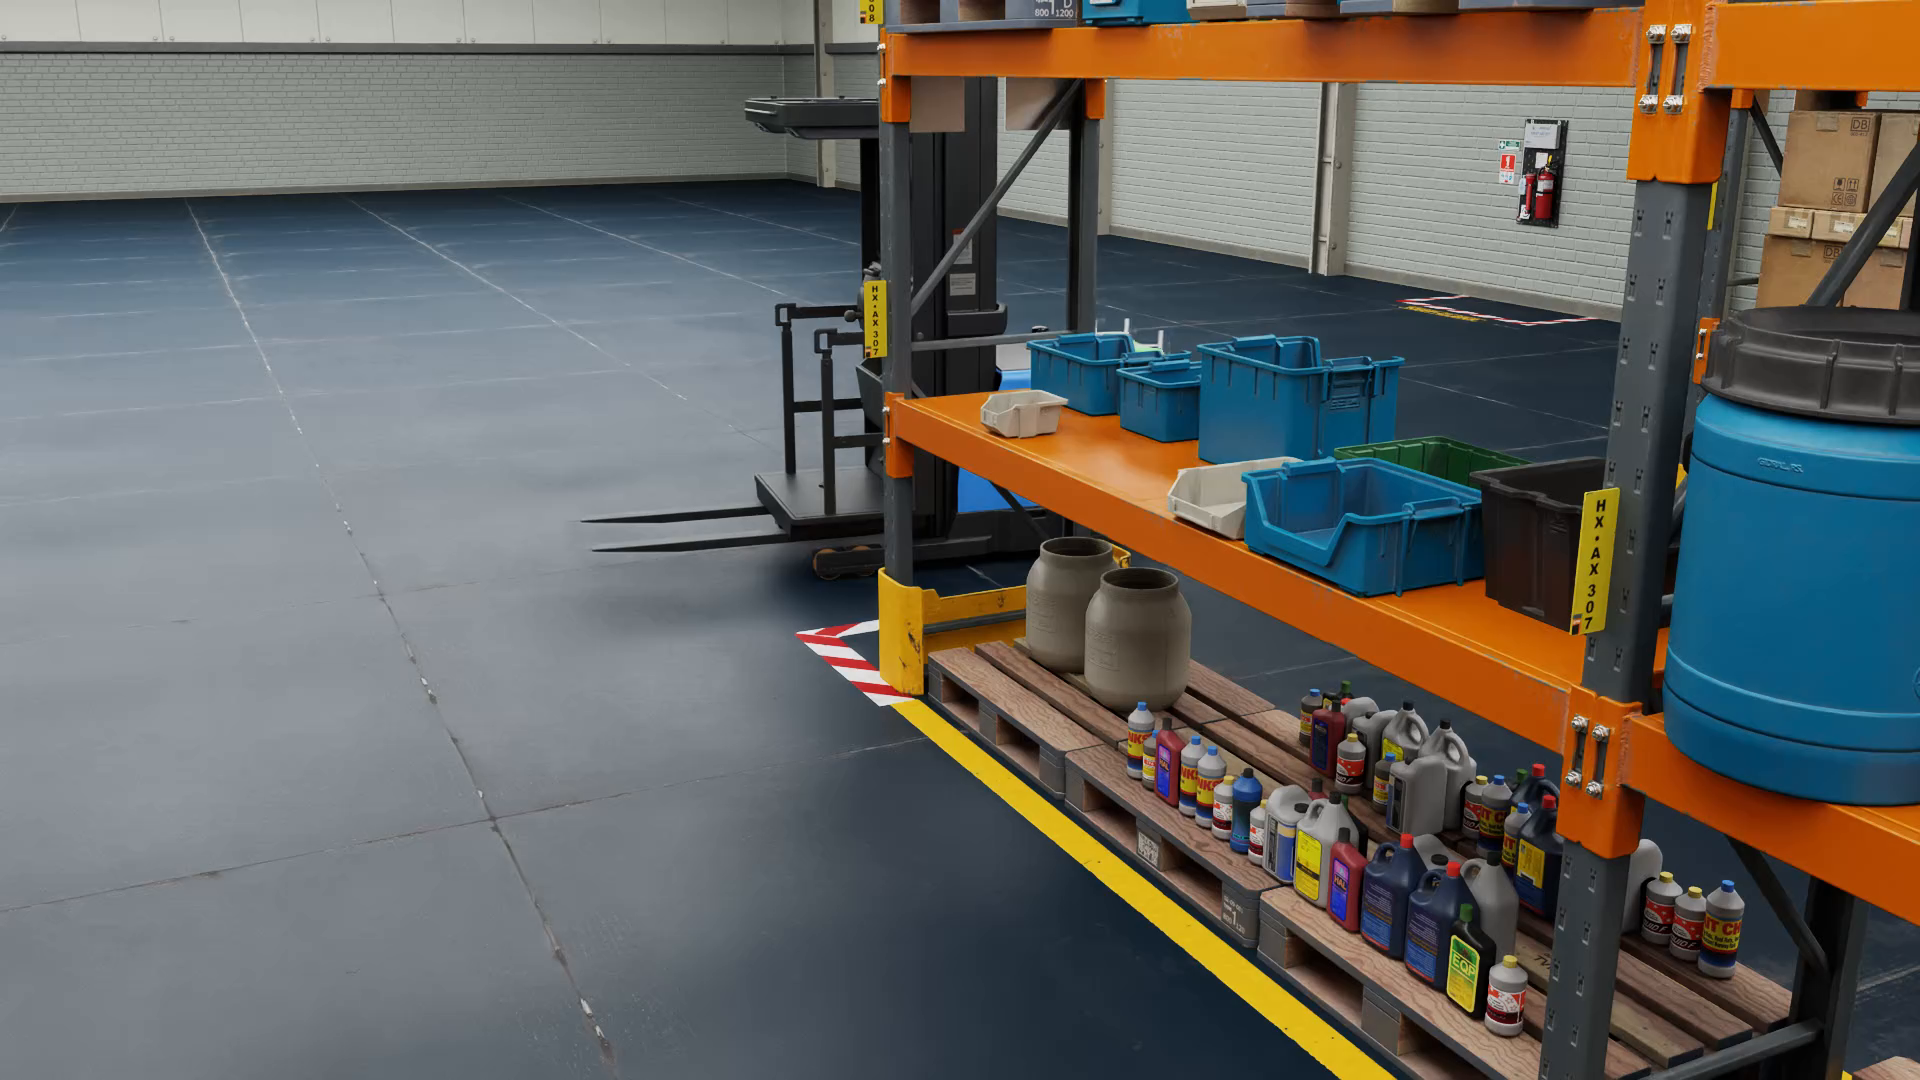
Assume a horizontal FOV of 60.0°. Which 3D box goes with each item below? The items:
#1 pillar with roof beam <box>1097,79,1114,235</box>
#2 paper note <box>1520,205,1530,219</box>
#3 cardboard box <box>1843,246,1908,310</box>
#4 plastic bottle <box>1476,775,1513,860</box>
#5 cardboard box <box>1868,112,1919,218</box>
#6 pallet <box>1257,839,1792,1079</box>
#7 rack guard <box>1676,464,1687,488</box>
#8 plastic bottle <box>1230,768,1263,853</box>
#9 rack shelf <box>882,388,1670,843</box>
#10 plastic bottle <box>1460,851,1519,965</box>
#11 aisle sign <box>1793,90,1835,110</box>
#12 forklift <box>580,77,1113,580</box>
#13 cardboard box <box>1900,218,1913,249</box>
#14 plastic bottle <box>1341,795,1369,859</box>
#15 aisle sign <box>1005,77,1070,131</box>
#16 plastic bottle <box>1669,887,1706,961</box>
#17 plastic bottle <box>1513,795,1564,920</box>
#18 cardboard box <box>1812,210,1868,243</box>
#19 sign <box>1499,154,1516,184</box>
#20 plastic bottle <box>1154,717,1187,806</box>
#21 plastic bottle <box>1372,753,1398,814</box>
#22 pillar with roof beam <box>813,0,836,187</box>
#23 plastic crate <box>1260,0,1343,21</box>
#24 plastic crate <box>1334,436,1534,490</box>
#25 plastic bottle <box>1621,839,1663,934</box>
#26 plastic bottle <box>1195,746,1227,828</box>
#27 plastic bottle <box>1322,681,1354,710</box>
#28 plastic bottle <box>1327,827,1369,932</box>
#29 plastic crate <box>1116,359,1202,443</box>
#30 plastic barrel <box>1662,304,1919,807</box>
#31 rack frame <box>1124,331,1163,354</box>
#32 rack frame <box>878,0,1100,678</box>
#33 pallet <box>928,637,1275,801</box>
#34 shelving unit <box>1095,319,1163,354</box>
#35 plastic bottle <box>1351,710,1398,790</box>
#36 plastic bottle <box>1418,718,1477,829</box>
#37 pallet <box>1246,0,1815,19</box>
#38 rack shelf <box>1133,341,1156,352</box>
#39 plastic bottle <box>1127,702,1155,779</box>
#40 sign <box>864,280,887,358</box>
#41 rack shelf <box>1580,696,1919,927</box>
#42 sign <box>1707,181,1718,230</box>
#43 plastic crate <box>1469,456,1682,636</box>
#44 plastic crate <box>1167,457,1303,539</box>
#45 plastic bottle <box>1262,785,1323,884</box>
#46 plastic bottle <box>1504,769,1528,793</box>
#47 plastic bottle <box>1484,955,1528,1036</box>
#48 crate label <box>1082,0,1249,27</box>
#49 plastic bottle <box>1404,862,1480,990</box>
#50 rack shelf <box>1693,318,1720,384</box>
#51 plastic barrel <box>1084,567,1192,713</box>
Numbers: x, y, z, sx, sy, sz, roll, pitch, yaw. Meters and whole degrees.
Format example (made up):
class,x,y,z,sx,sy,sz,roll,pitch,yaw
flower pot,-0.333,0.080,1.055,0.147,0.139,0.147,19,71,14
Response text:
class,x,y,z,sx,sy,sz,roll,pitch,yaw
pillar with roof beam,-1.629,-8.828,24.201,9.100,9.000,0.400,-8,18,-25
paper note,6.434,-3.736,18.928,0.016,0.148,0.142,-8,18,-25
cardboard box,5.018,-1.272,8.565,0.700,0.500,0.500,-7,17,-23
plastic bottle,1.728,0.889,5.363,0.097,0.271,0.097,0,16,0
cardboard box,5.042,-1.883,8.340,0.700,0.500,0.500,-8,18,-26
pallet,1.632,1.287,4.883,1.003,0.211,1.213,-8,18,-25
rack guard,4.580,-0.276,9.805,1.175,0.500,0.348,-8,18,-25
plastic bottle,0.934,0.874,5.417,0.097,0.271,0.097,0,16,0
rack shelf,1.013,-0.032,5.728,1.077,0.370,4.000,-8,18,-25
plastic bottle,1.477,1.038,4.701,0.144,0.351,0.185,-8,18,-25
aisle sign,4.826,-2.773,9.262,0.394,0.787,0.004,-8,18,-25
forklift,-0.598,-1.356,9.161,3.031,2.935,1.130,-5,17,-17
cardboard box,4.904,-1.518,8.245,0.380,0.149,0.250,-8,18,-26
plastic bottle,1.203,0.941,5.160,0.061,0.283,0.133,-8,18,-25
aisle sign,0.372,-2.177,7.186,0.394,0.787,0.004,-8,18,-25
plastic bottle,2.099,1.095,4.774,0.097,0.201,0.097,0,16,0
plastic bottle,1.779,0.947,5.017,0.144,0.351,0.185,-8,18,-25
cardboard box,4.687,-1.643,8.680,0.380,0.149,0.250,-8,18,-26
sign,6.300,-4.274,19.140,0.001,0.329,0.234,-8,18,-25
plastic bottle,0.734,0.766,5.770,0.061,0.283,0.133,-7,18,-24
plastic bottle,1.469,0.829,5.701,0.097,0.201,0.097,0,16,0
pillar with roof beam,-6.886,-11.804,34.570,9.100,9.000,0.400,-8,18,-25
plastic crate,1.243,-1.871,5.425,0.392,0.384,0.575,-8,18,-25
plastic crate,1.548,-0.151,5.222,0.450,0.188,0.662,-8,18,-25
plastic bottle,1.977,1.007,4.944,0.152,0.276,0.135,-7,17,-23
plastic bottle,0.845,0.823,5.592,0.097,0.271,0.097,0,16,0
plastic bottle,1.403,0.650,6.176,0.061,0.283,0.133,-7,18,-24
plastic bottle,1.155,1.005,4.939,0.061,0.283,0.133,-6,17,-21
plastic crate,0.904,-0.553,6.508,0.499,0.251,0.408,-8,18,-25
plastic barrel,1.786,0.010,3.370,0.600,0.901,0.708,-8,18,-25
rack frame,1.047,-0.623,9.738,0.240,1.200,0.015,-4,17,-18
rack frame,0.137,-0.874,7.357,1.000,3.000,0.127,-8,18,-25
pallet,0.563,0.682,6.992,1.003,0.211,1.213,-8,18,-25
shelving unit,0.972,-0.687,9.962,0.258,1.200,0.503,-4,17,-18
plastic bottle,1.482,0.727,5.921,0.152,0.276,0.135,-8,18,-26
plastic bottle,1.639,0.777,5.608,0.144,0.351,0.185,-8,18,-25
pallet,1.485,-1.400,4.095,1.213,0.211,1.003,-8,18,-25
rack shelf,0.979,-1.088,9.849,0.258,0.148,0.480,-4,17,-18
plastic bottle,0.651,0.714,5.975,0.097,0.271,0.097,0,16,0
sign,-0.360,-0.941,7.091,0.100,0.325,0.005,-8,18,-25
rack shelf,2.765,0.960,2.272,1.077,0.370,4.000,-8,18,-25
sign,4.089,-1.860,9.081,0.100,0.325,0.005,-8,18,-25
plastic crate,1.774,0.003,4.415,0.767,0.338,0.504,-8,18,-25
plastic crate,0.950,-0.127,5.234,0.530,0.136,0.437,-8,18,-25
plastic bottle,1.055,0.923,5.238,0.152,0.276,0.135,-7,18,-24
plastic bottle,1.791,0.869,5.410,0.061,0.283,0.133,-7,17,-22
plastic bottle,1.450,1.199,4.408,0.097,0.201,0.097,0,16,0
crate label,0.660,-1.740,5.207,0.502,0.251,0.408,-8,18,-25
plastic bottle,1.348,1.055,4.641,0.144,0.351,0.185,-8,18,-26
rack shelf,5.467,-0.630,7.811,1.077,0.370,4.000,-8,18,-25
plastic barrel,0.713,0.399,6.673,0.421,0.512,0.421,0,16,0
